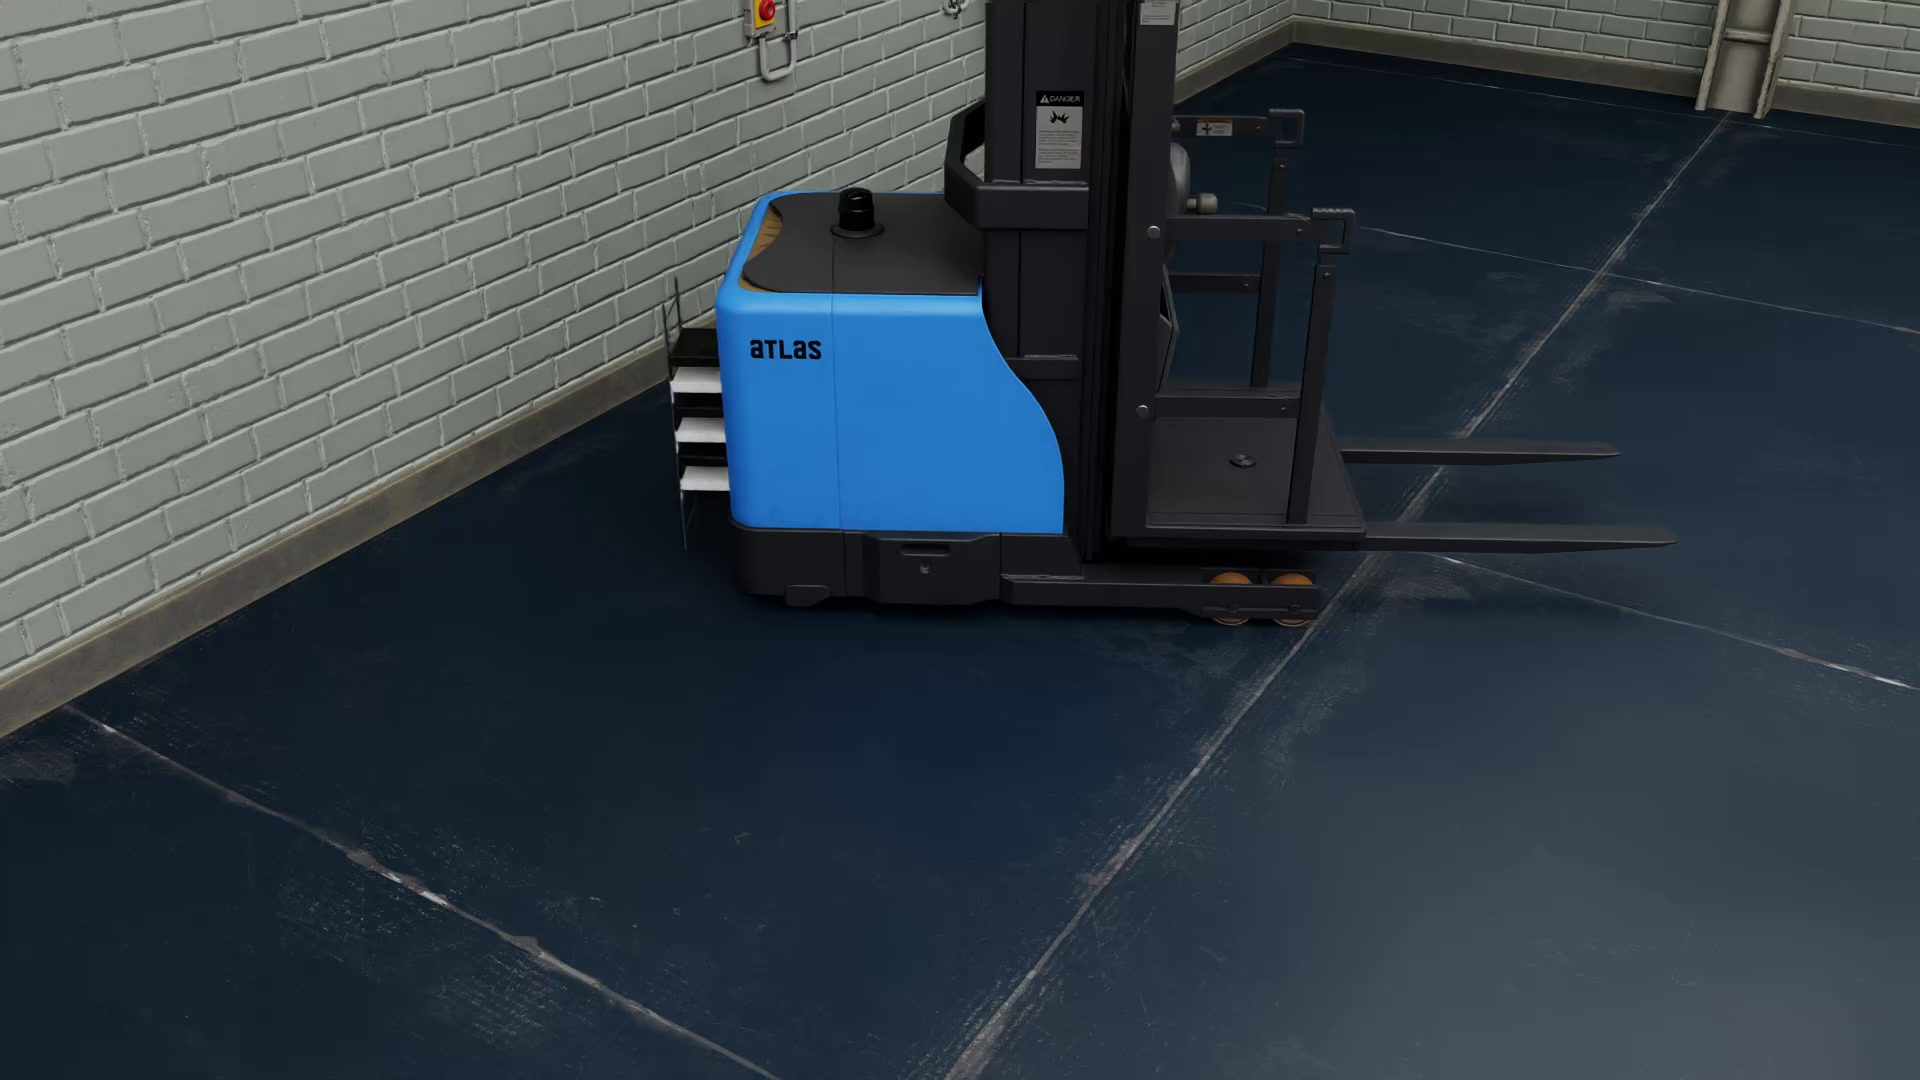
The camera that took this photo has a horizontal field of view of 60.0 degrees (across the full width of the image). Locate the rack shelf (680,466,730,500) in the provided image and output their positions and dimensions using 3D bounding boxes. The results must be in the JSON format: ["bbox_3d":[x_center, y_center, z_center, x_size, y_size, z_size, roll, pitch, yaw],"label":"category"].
[{"bbox_3d":[-0.831,-0.227,5.669,0.200,0.077,0.258,1,30,2],"label":"rack shelf"}]

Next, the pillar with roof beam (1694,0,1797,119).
[{"bbox_3d":[2.528,-4.742,4.948,0.400,9.000,9.100,18,35,27],"label":"pillar with roof beam"}]

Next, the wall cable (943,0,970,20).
[{"bbox_3d":[-0.059,-3.310,7.438,0.122,1.984,0.588,18,35,27],"label":"wall cable"}]

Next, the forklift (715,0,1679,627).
[{"bbox_3d":[0.792,-1.265,5.010,3.031,2.935,1.130,1,30,2],"label":"forklift"}]

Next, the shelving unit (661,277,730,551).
[{"bbox_3d":[-0.831,-0.411,5.562,0.210,0.900,0.258,1,30,2],"label":"shelving unit"}]

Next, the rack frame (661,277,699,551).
[{"bbox_3d":[-0.933,-0.413,5.565,0.006,0.900,0.240,1,30,2],"label":"rack frame"}]

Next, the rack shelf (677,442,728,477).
[{"bbox_3d":[-0.831,-0.305,5.624,0.200,0.077,0.258,1,30,2],"label":"rack shelf"}]

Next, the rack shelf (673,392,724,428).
[{"bbox_3d":[-0.831,-0.460,5.533,0.200,0.077,0.258,1,30,2],"label":"rack shelf"}]

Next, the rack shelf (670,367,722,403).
[{"bbox_3d":[-0.831,-0.538,5.488,0.200,0.077,0.258,1,30,2],"label":"rack shelf"}]

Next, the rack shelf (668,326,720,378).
[{"bbox_3d":[-0.831,-0.615,5.442,0.200,0.077,0.258,1,30,2],"label":"rack shelf"}]

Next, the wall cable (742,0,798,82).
[{"bbox_3d":[-0.803,-2.715,6.387,0.123,1.953,0.585,18,35,27],"label":"wall cable"}]

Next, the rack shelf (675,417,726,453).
[{"bbox_3d":[-0.831,-0.382,5.578,0.200,0.077,0.258,1,30,2],"label":"rack shelf"}]
